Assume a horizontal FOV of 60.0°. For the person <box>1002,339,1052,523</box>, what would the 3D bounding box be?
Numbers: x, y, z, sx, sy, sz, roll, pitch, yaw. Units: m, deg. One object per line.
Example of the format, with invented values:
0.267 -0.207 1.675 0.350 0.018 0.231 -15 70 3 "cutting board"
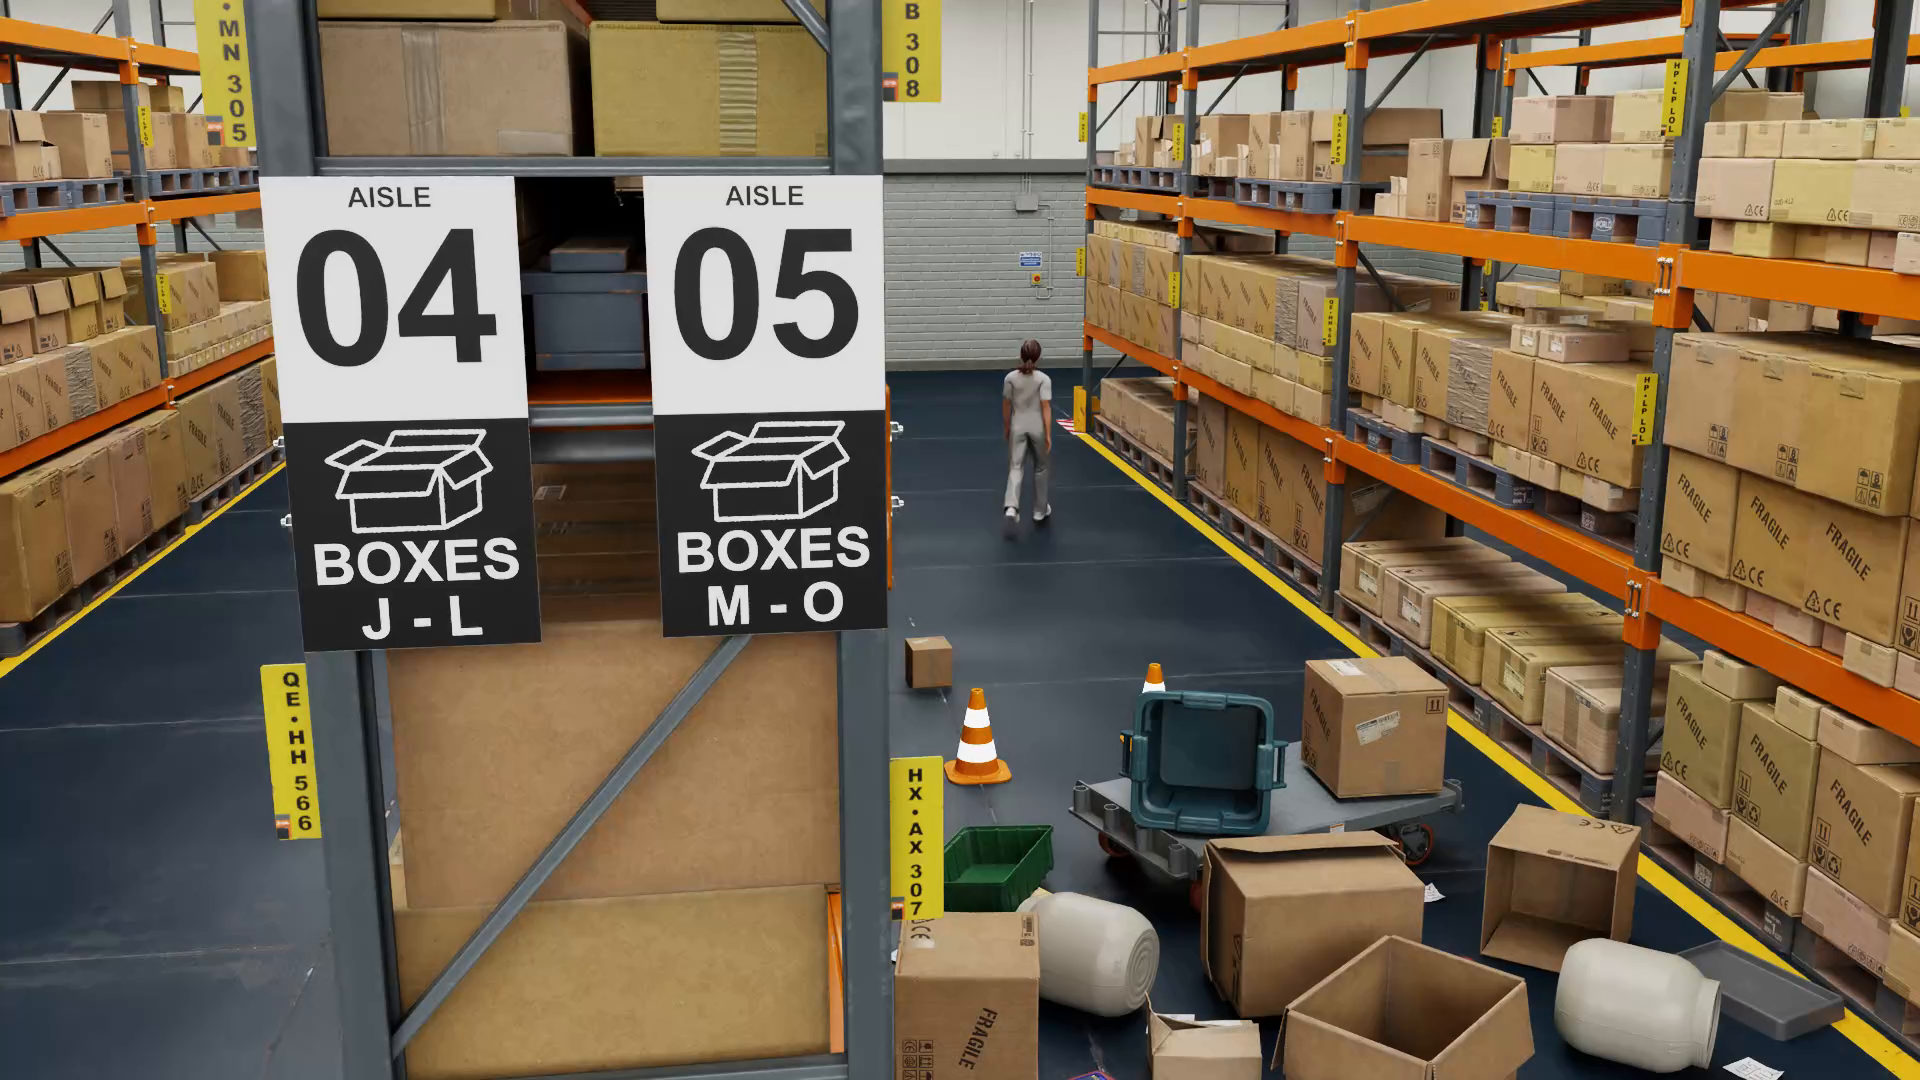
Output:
0.588 -0.936 14.479 0.457 1.630 0.949 3 14 13 "person"
